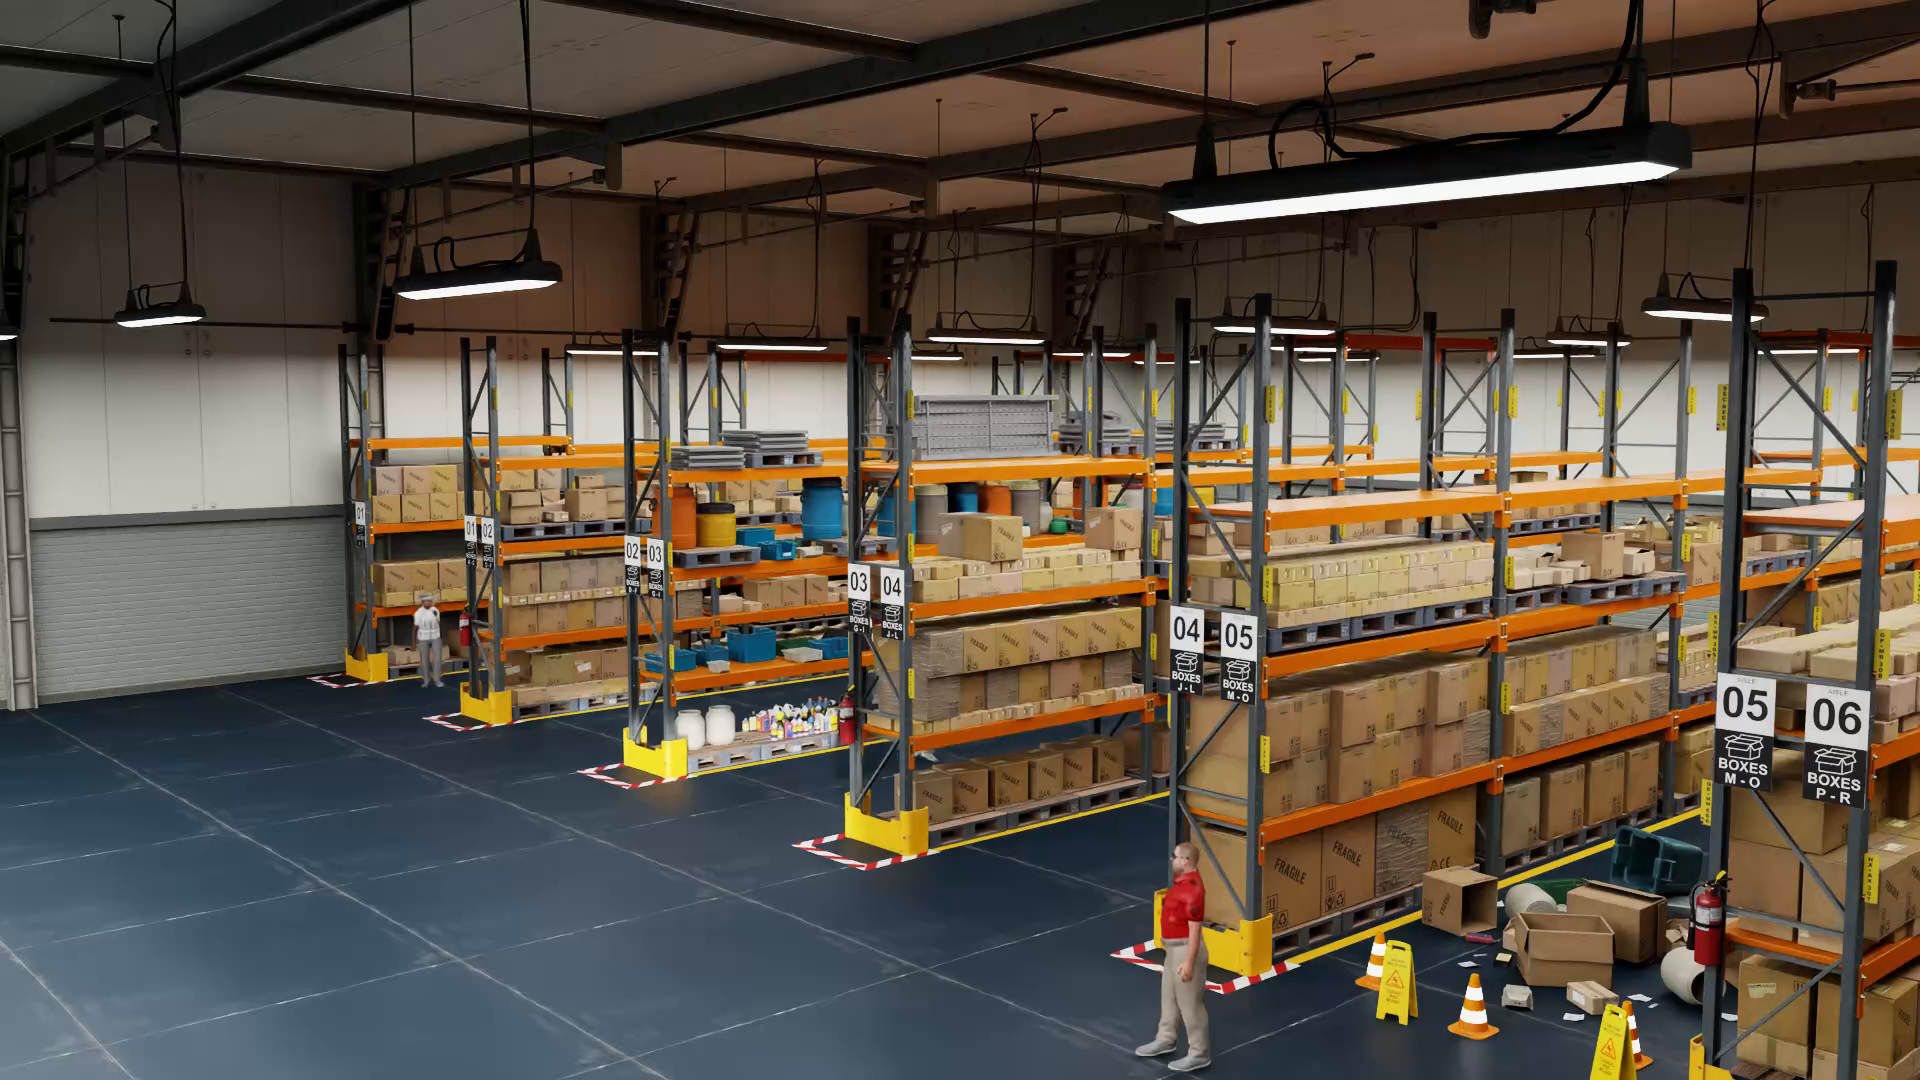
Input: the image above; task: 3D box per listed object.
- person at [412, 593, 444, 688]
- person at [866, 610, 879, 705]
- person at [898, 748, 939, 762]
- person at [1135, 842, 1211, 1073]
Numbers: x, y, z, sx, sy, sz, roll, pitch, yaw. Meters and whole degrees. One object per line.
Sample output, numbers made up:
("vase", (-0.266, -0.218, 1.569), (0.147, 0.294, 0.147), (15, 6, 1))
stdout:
("person", (-9.265, 1.740, 28.959), (0.566, 1.682, 0.388), (-2, 6, -24))
("person", (-1.435, 1.866, 27.421), (0.584, 1.860, 0.409), (0, 5, -2))
("person", (-0.582, 2.263, 23.201), (0.563, 1.721, 0.484), (-1, 5, -16))
("person", (1.639, 3.171, 12.718), (0.564, 1.744, 0.548), (0, 5, 3))
